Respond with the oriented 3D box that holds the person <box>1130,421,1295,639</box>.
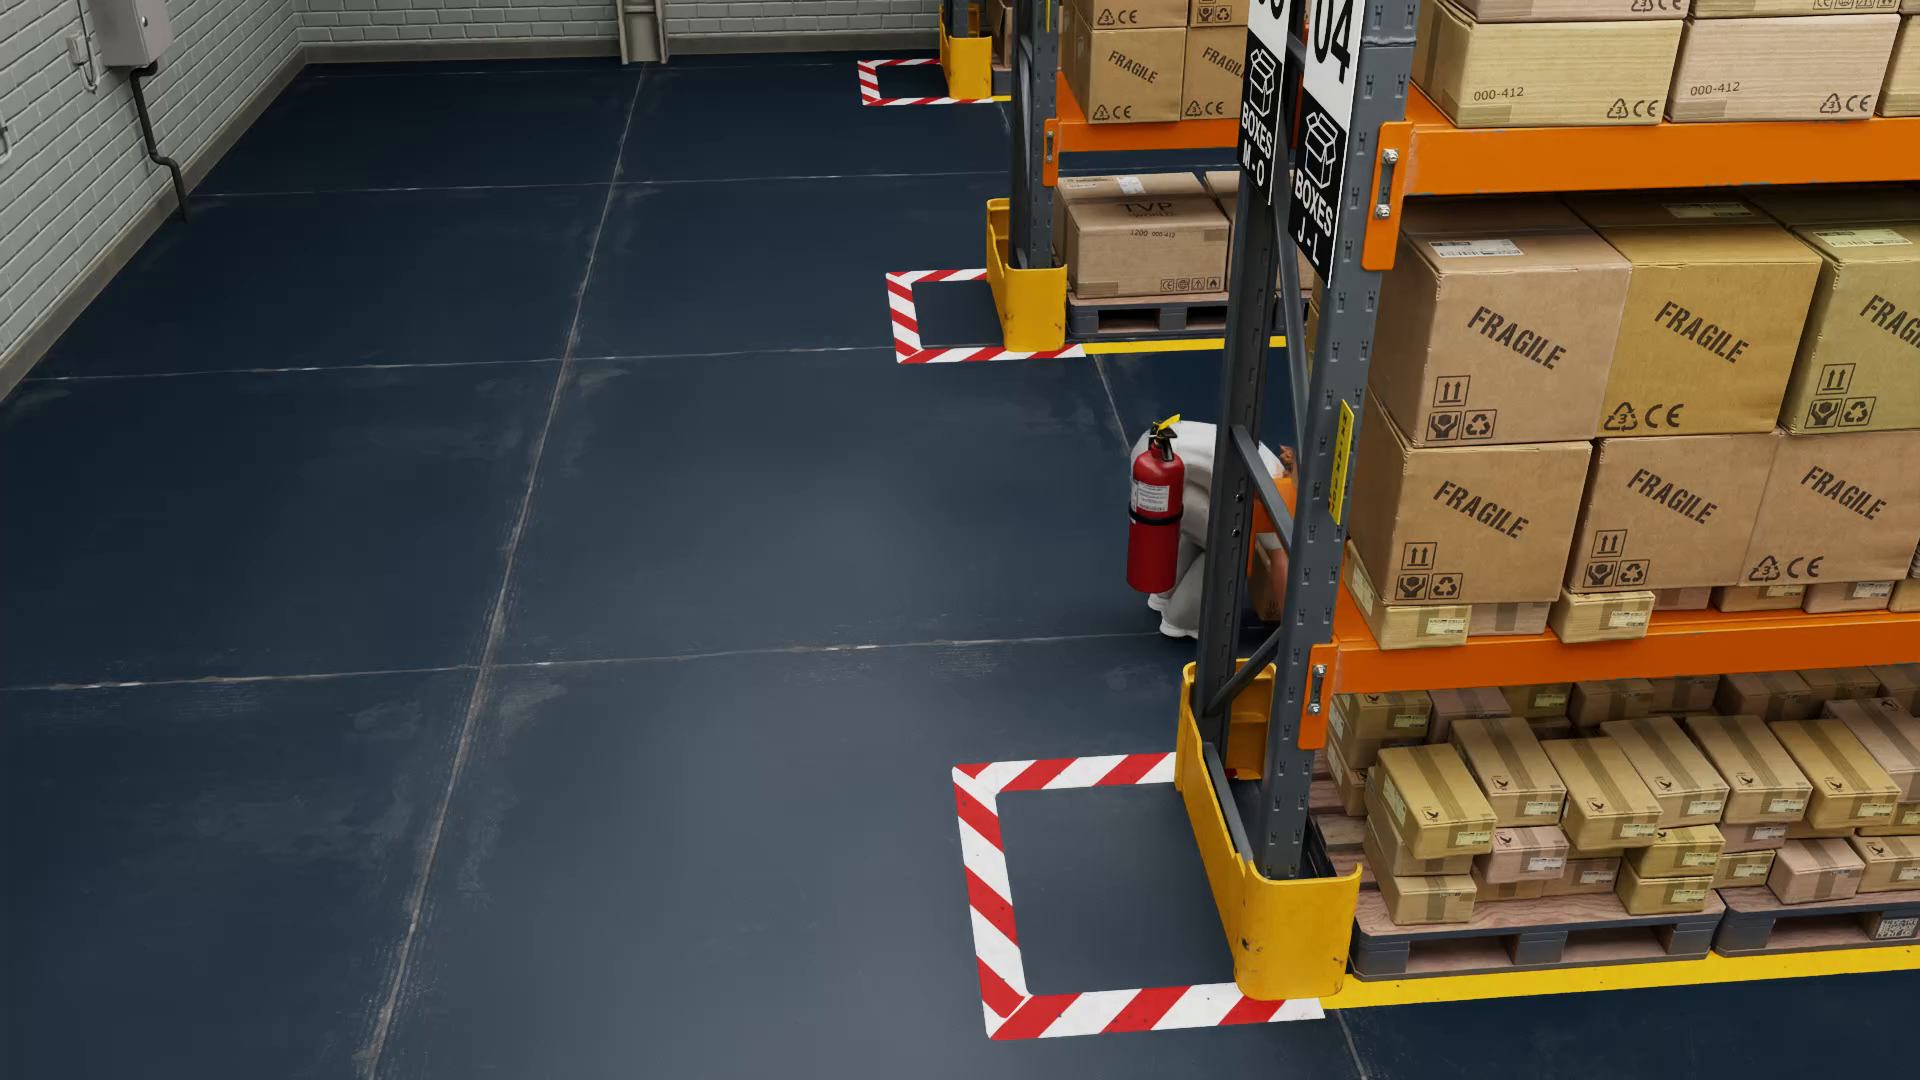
[{"bbox_3d":[1.125,-0.051,6.930,0.853,0.937,0.457,0,31,0],"label":"person"}]
